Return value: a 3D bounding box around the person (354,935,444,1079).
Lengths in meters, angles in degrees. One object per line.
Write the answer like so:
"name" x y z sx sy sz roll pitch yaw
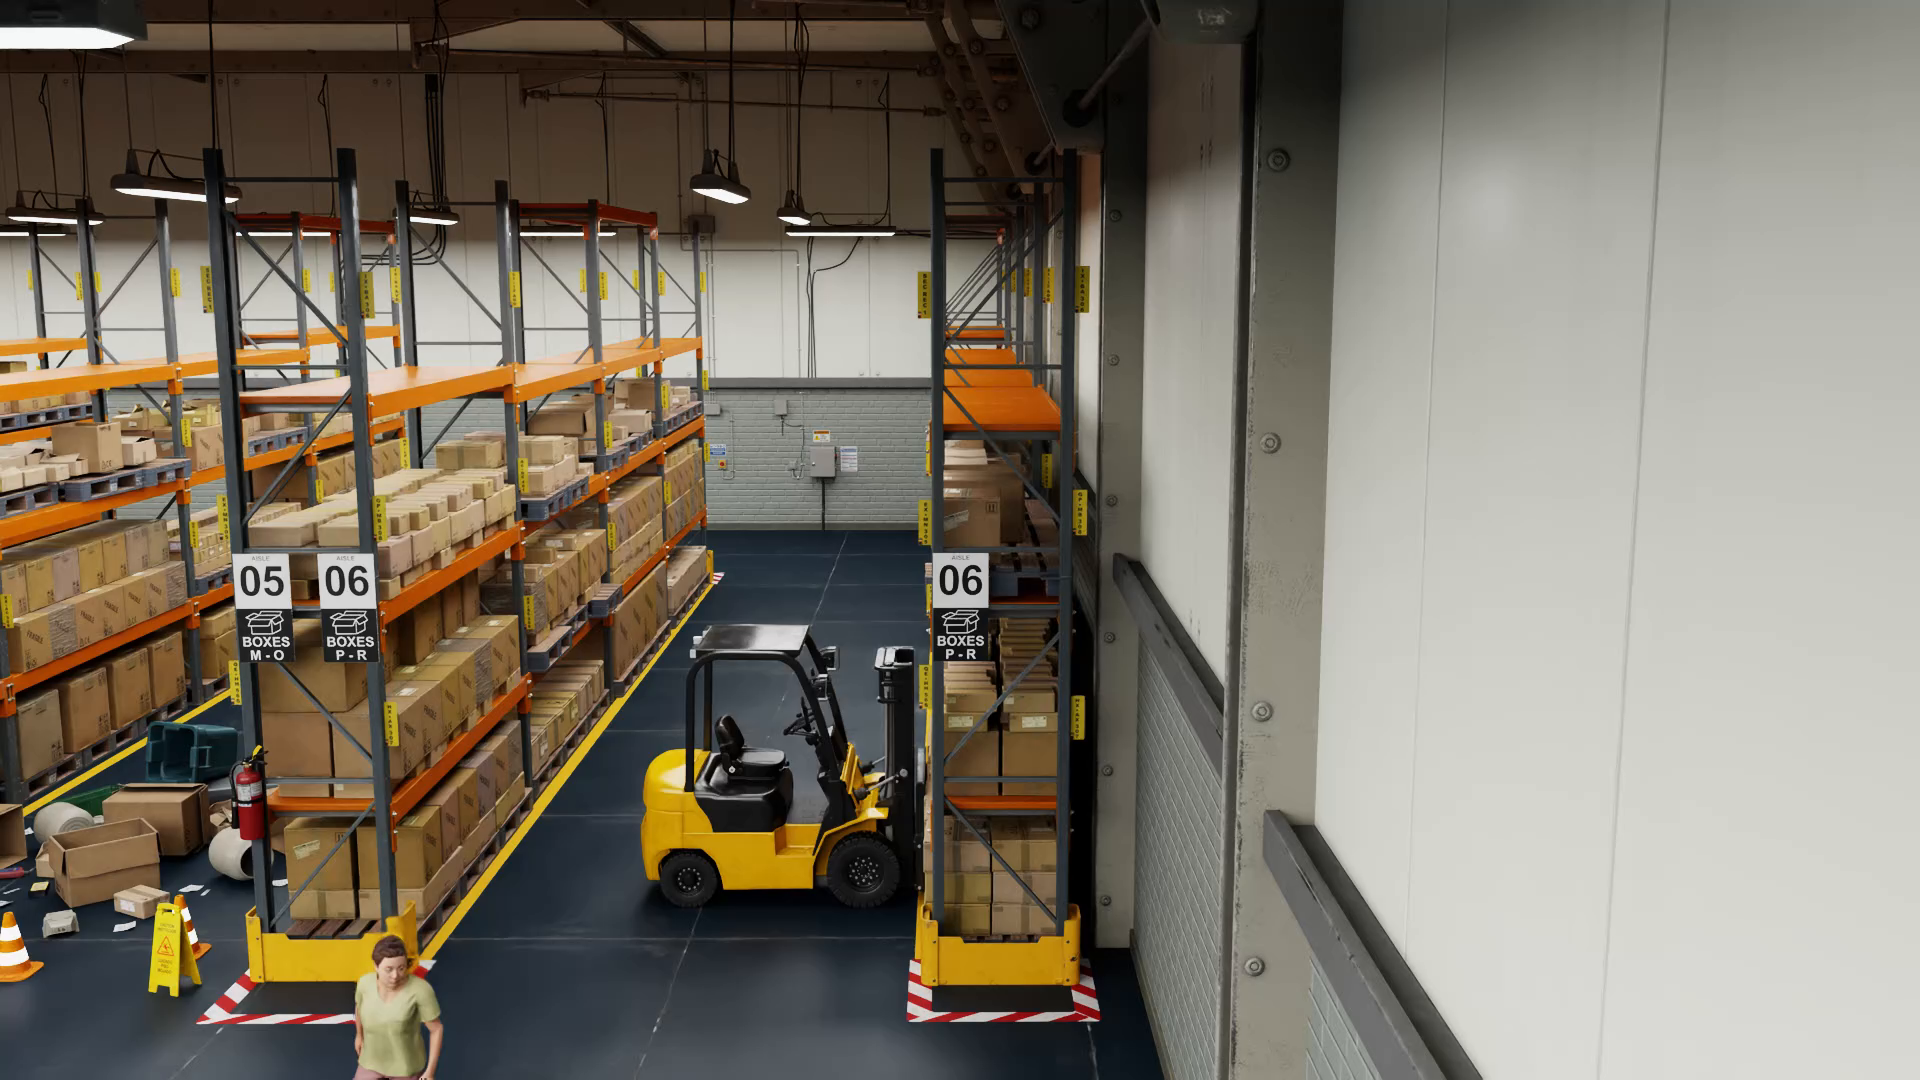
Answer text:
"person" -3.125 2.914 9.207 0.586 1.628 0.577 0 9 -3
